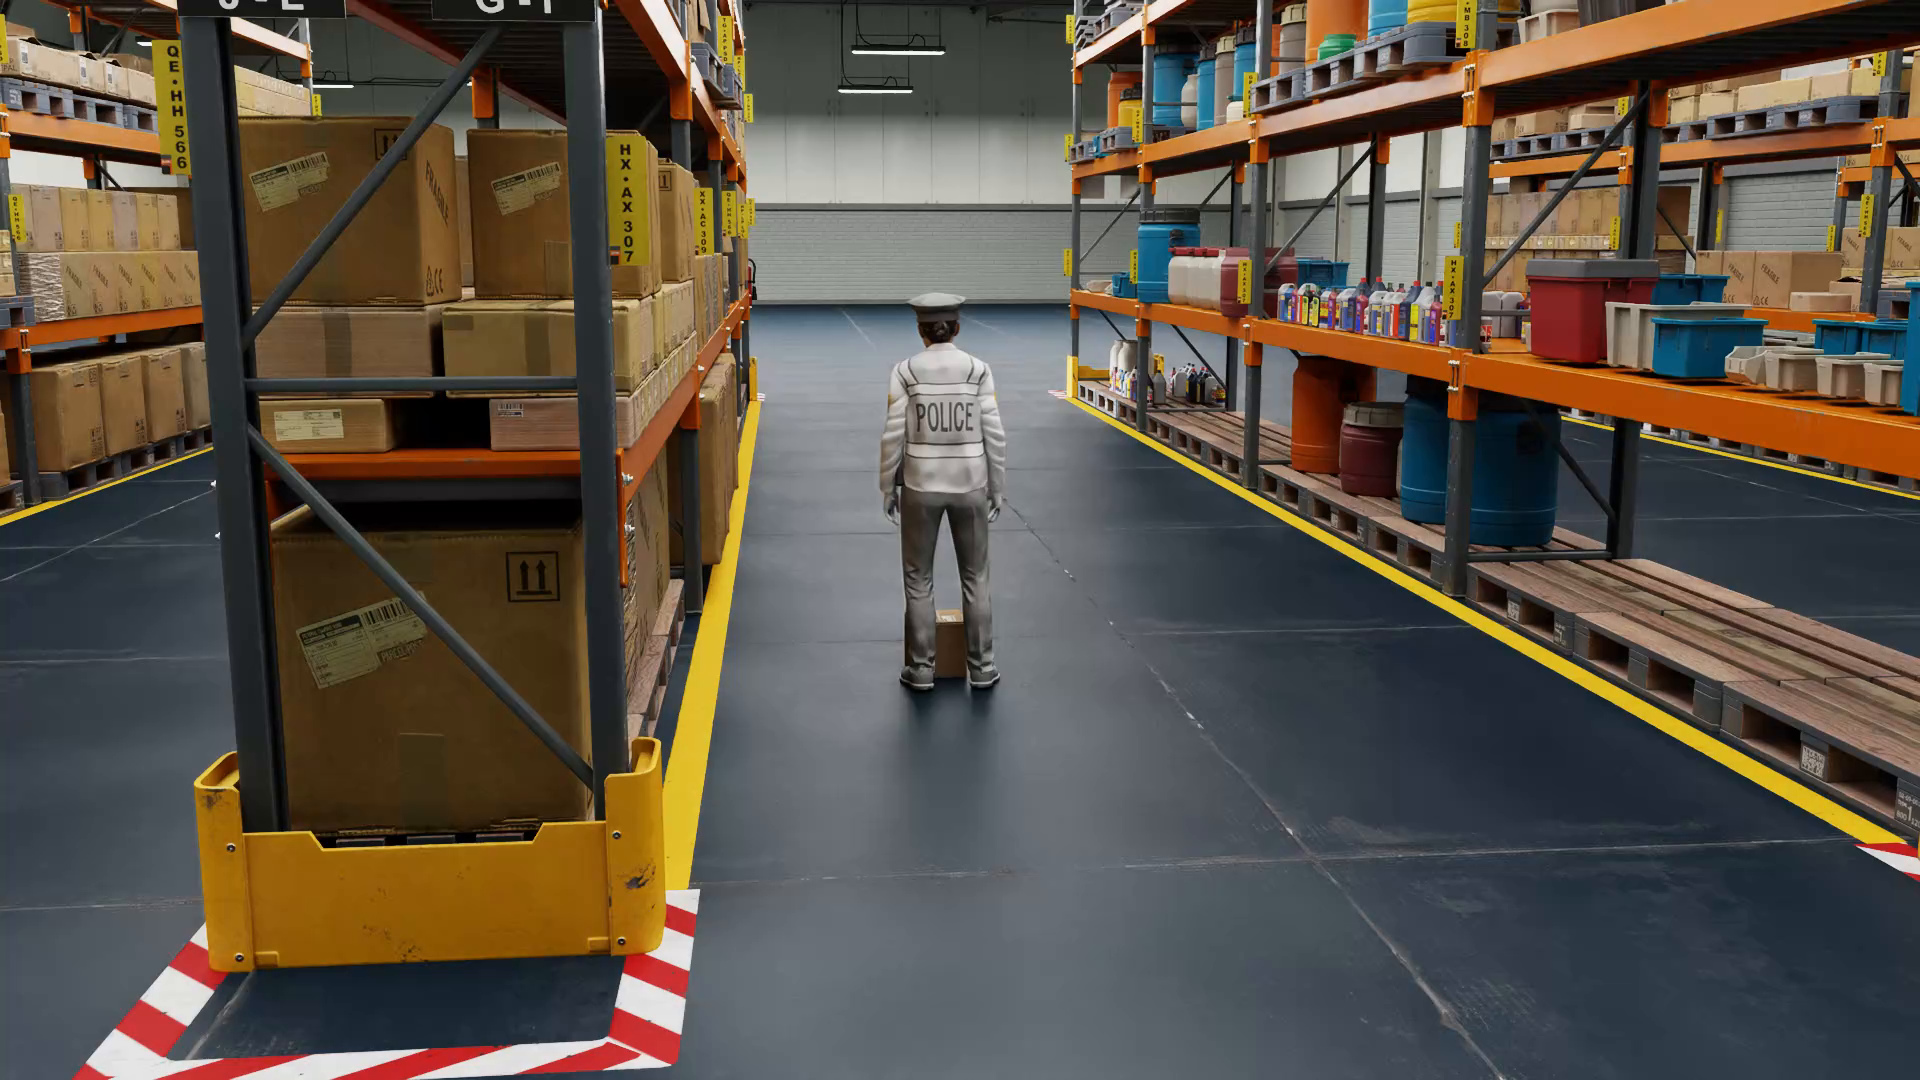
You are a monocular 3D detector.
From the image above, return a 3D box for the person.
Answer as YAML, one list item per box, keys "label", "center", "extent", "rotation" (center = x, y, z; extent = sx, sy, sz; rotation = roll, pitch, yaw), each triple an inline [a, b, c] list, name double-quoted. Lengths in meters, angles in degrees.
- label: "person"
  center: [-0.072, -0.196, 6.992]
  extent: [0.529, 1.664, 0.371]
  rotation: [-1, 10, -6]
